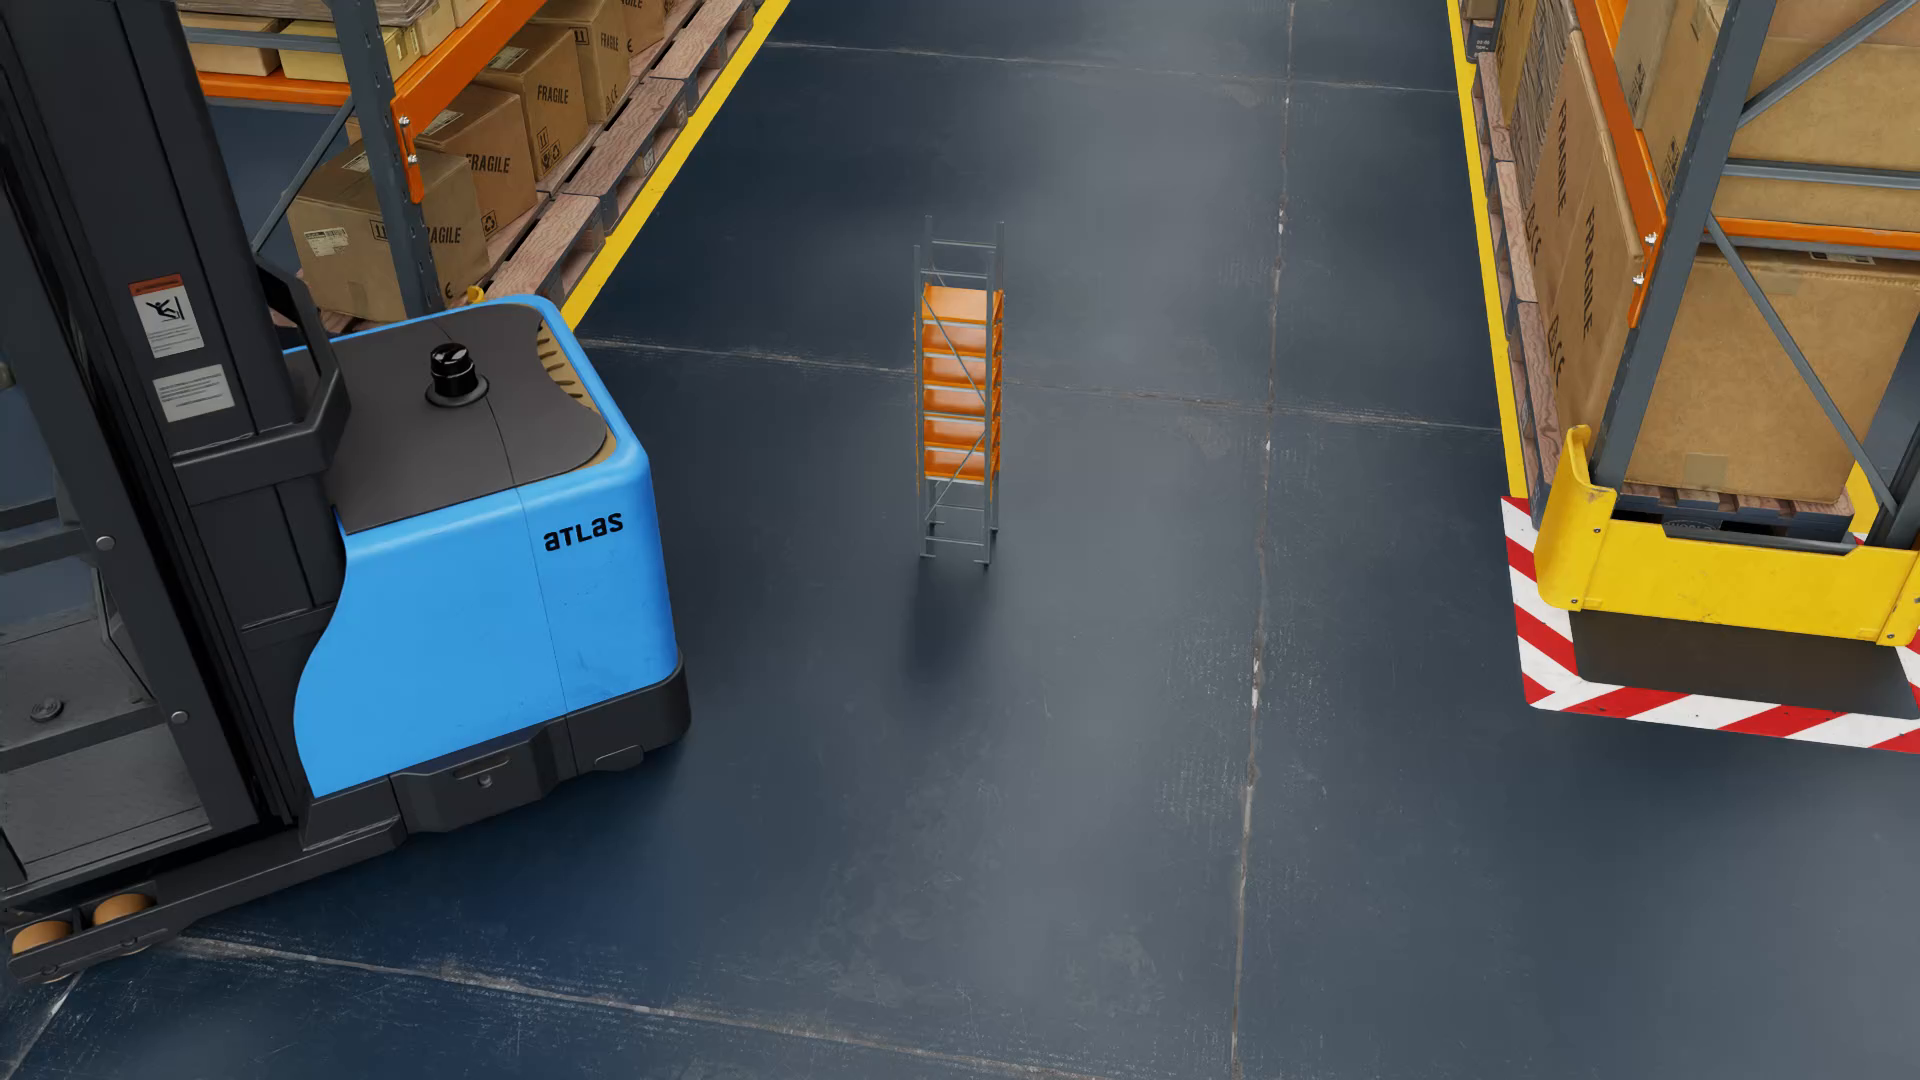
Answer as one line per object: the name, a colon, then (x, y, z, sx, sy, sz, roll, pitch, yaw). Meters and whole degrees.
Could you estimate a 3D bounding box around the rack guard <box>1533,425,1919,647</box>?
rack guard: (2.522, -0.016, 5.378, 1.175, 0.500, 0.348, 6, 40, 8)

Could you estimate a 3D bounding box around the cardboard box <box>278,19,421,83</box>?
cardboard box: (-2.058, -1.661, 5.602, 0.380, 0.149, 0.250, 6, 40, 8)

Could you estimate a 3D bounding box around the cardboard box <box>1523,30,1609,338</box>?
cardboard box: (2.728, -1.323, 6.334, 0.875, 0.875, 0.875, 6, 40, 7)

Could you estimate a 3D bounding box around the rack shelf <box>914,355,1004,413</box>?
rack shelf: (-0.002, -0.512, 5.309, 0.258, 0.103, 0.180, 6, 40, 8)

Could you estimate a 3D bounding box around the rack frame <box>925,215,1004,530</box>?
rack frame: (0.013, -0.511, 5.426, 0.240, 1.200, 0.006, 6, 40, 8)

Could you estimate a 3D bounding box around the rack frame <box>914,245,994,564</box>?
rack frame: (-0.018, -0.396, 5.287, 0.240, 1.200, 0.006, 6, 40, 8)

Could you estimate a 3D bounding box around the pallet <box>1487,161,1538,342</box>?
pallet: (2.801, -1.194, 7.029, 1.003, 0.211, 1.213, 6, 40, 8)

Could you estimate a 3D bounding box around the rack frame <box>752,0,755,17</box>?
rack frame: (-1.650, -4.116, 8.374, 1.000, 3.000, 0.127, 6, 40, 8)

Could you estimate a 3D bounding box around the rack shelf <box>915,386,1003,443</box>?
rack shelf: (-0.002, -0.419, 5.385, 0.258, 0.103, 0.180, 6, 40, 8)

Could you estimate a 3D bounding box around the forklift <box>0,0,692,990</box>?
forklift: (-2.355, -0.359, 3.884, 3.031, 2.935, 1.130, -18, 43, -21)

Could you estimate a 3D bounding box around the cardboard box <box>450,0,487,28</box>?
cardboard box: (-1.937, -1.971, 5.977, 0.380, 0.149, 0.250, 6, 40, 8)

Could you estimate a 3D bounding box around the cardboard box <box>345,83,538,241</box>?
cardboard box: (-2.148, -1.573, 6.930, 0.500, 0.500, 0.500, 17, 42, 19)

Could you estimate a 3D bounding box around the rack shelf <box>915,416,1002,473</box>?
rack shelf: (-0.003, -0.327, 5.461, 0.258, 0.103, 0.180, 6, 40, 8)

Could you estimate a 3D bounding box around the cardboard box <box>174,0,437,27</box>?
cardboard box: (-2.220, -2.101, 5.625, 0.875, 0.500, 0.500, 6, 40, 8)

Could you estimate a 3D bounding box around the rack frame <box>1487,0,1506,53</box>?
rack frame: (3.218, -3.505, 7.636, 1.000, 3.000, 0.127, 6, 40, 8)

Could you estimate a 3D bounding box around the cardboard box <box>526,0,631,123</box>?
cardboard box: (-1.880, -2.309, 7.821, 0.500, 0.500, 0.500, 3, 40, 4)

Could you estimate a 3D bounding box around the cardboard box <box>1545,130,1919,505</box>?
cardboard box: (2.578, -0.771, 5.666, 0.875, 0.875, 0.875, 7, 40, 8)

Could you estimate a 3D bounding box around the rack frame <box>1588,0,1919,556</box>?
rack frame: (2.526, -0.995, 4.599, 1.000, 3.000, 0.127, 6, 40, 8)

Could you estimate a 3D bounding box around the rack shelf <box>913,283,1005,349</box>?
rack shelf: (-0.002, -0.697, 5.156, 0.258, 0.103, 0.180, 6, 40, 8)

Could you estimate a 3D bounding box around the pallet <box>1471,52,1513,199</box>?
pallet: (3.009, -1.962, 7.957, 1.003, 0.211, 1.213, 6, 40, 8)

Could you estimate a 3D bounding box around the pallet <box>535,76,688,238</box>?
pallet: (-1.940, -1.848, 7.819, 1.003, 0.211, 1.213, 6, 40, 8)

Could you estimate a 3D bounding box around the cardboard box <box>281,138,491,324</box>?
cardboard box: (-2.217, -1.194, 6.472, 0.500, 0.500, 0.500, 14, 41, 16)

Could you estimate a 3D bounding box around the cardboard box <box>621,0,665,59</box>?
cardboard box: (-1.850, -2.707, 8.302, 0.500, 0.500, 0.500, 19, 43, 21)

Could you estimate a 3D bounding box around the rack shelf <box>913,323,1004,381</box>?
rack shelf: (-0.002, -0.604, 5.232, 0.258, 0.103, 0.180, 6, 40, 8)

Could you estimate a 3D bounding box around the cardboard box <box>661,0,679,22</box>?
cardboard box: (-1.758, -3.067, 8.738, 0.500, 0.500, 0.500, 5, 40, 6)

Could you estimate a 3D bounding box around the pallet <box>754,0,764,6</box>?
pallet: (-1.516, -3.530, 9.854, 1.003, 0.211, 1.213, 6, 40, 8)

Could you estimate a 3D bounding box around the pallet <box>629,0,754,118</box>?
pallet: (-1.731, -2.616, 8.748, 1.003, 0.211, 1.213, 6, 40, 8)

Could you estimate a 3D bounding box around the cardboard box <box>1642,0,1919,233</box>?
cardboard box: (2.545, -1.291, 4.839, 0.875, 0.550, 0.550, 6, 40, 8)

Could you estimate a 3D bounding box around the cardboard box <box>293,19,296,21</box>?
cardboard box: (-2.452, -1.867, 5.851, 0.380, 0.149, 0.250, 6, 40, 8)

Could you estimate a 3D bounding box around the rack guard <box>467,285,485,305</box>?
rack guard: (-2.329, -0.690, 6.192, 1.175, 0.500, 0.348, 6, 40, 8)

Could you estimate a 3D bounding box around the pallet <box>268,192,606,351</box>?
pallet: (-2.153, -1.084, 6.896, 1.003, 0.211, 1.213, 6, 40, 8)

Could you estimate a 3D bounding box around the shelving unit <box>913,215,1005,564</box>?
shelving unit: (-0.002, -0.453, 5.357, 0.258, 1.200, 0.189, 6, 40, 8)

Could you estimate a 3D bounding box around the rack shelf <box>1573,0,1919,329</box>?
rack shelf: (2.872, -1.973, 6.347, 1.077, 0.370, 4.000, 6, 40, 8)

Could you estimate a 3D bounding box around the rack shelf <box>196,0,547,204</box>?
rack shelf: (-1.996, -2.583, 7.085, 1.077, 0.370, 4.000, 6, 40, 8)

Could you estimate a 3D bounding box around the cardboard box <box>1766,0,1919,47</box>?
cardboard box: (2.628, -1.698, 4.484, 0.875, 0.550, 0.550, 6, 40, 8)

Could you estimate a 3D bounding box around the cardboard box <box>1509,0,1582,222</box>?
cardboard box: (2.888, -1.895, 7.026, 0.875, 0.875, 0.875, 7, 40, 8)

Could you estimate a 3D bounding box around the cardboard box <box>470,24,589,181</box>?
cardboard box: (-2.021, -1.964, 7.403, 0.500, 0.500, 0.500, 10, 41, 12)

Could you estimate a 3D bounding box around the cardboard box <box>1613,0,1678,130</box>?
cardboard box: (2.619, -1.638, 5.260, 0.875, 0.550, 0.550, 6, 40, 8)

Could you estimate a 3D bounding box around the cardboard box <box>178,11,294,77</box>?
cardboard box: (-2.496, -1.710, 5.661, 0.380, 0.149, 0.250, 6, 40, 8)

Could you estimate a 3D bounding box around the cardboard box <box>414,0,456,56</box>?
cardboard box: (-1.995, -1.816, 5.789, 0.380, 0.149, 0.250, 6, 40, 8)

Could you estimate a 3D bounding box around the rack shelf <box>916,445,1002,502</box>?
rack shelf: (-0.003, -0.234, 5.538, 0.258, 0.103, 0.180, 6, 40, 8)

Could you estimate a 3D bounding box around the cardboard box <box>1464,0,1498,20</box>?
cardboard box: (3.237, -3.200, 8.702, 1.050, 0.750, 0.750, 6, 40, 7)

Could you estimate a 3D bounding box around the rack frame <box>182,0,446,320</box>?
rack frame: (-2.342, -1.605, 5.338, 1.000, 3.000, 0.127, 6, 40, 8)

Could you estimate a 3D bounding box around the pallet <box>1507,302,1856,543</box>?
pallet: (2.587, -0.431, 6.105, 1.003, 0.211, 1.213, 6, 40, 8)

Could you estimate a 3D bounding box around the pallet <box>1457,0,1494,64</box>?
pallet: (3.277, -2.923, 9.120, 1.003, 0.211, 1.213, 6, 40, 8)

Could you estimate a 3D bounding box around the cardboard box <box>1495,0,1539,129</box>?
cardboard box: (3.040, -2.461, 7.711, 0.875, 0.875, 0.875, 7, 40, 8)
